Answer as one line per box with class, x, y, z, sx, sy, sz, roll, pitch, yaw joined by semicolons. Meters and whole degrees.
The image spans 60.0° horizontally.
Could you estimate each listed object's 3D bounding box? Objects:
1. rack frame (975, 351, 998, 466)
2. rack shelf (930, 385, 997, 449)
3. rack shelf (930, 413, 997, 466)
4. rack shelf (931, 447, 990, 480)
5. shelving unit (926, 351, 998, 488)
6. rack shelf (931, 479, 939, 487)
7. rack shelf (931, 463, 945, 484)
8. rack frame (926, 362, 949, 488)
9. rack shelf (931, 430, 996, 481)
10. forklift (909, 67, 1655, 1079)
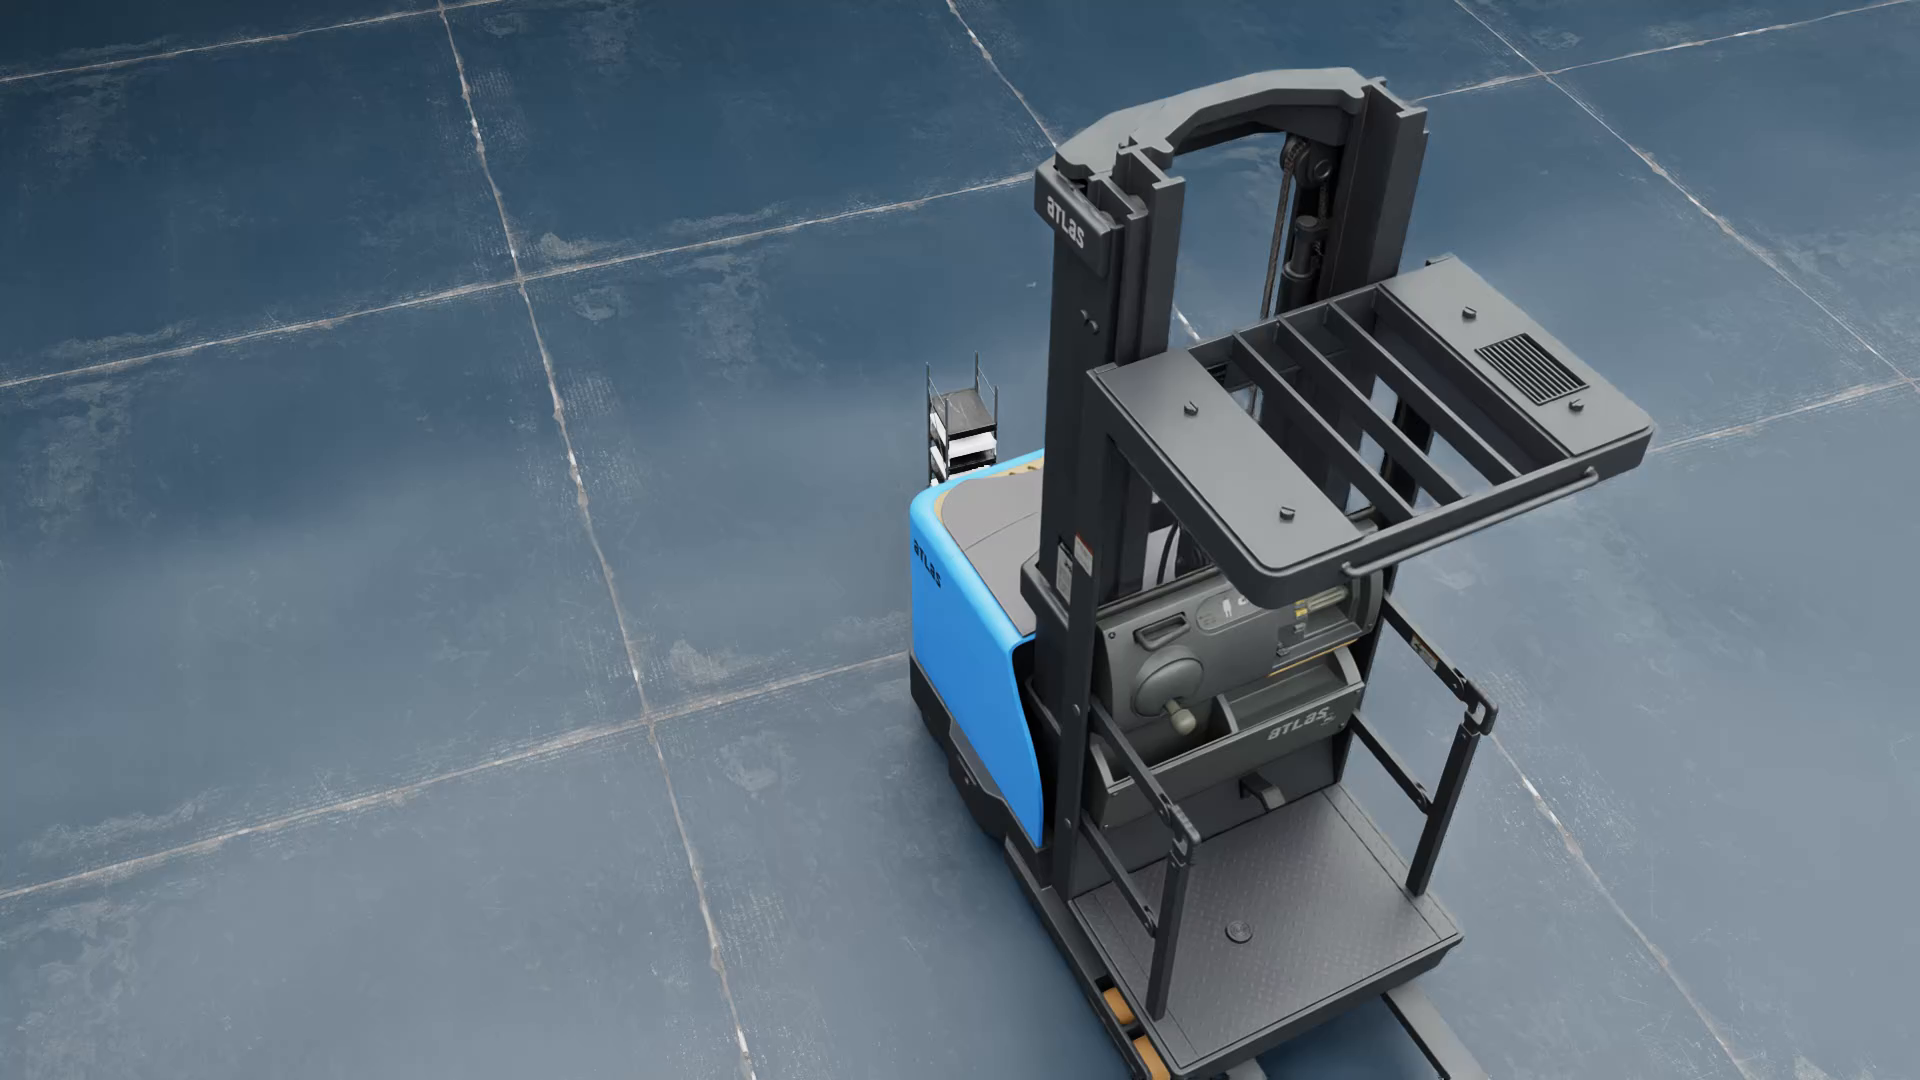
rack frame;0.103;-0.344;6.767;0.006;0.900;0.240;-14;47;-14
rack shelf;0.008;-0.487;6.575;0.200;0.077;0.258;-14;47;-14
rack shelf;0.008;-0.423;6.639;0.200;0.077;0.258;-14;47;-14
rack shelf;0.008;-0.296;6.766;0.200;0.077;0.258;-14;47;-14
shelving unit;0.008;-0.320;6.743;0.210;0.900;0.258;-14;47;-14
rack shelf;0.008;-0.169;6.894;0.200;0.077;0.258;-14;47;-14
rack shelf;0.008;-0.233;6.830;0.200;0.077;0.258;-14;47;-14
rack frame;-0.088;-0.295;6.718;0.006;0.900;0.240;-14;47;-14
rack shelf;0.008;-0.360;6.702;0.200;0.077;0.258;-14;47;-14
forklift;0.920;0.346;4.645;1.130;2.935;3.031;-20;48;-18
